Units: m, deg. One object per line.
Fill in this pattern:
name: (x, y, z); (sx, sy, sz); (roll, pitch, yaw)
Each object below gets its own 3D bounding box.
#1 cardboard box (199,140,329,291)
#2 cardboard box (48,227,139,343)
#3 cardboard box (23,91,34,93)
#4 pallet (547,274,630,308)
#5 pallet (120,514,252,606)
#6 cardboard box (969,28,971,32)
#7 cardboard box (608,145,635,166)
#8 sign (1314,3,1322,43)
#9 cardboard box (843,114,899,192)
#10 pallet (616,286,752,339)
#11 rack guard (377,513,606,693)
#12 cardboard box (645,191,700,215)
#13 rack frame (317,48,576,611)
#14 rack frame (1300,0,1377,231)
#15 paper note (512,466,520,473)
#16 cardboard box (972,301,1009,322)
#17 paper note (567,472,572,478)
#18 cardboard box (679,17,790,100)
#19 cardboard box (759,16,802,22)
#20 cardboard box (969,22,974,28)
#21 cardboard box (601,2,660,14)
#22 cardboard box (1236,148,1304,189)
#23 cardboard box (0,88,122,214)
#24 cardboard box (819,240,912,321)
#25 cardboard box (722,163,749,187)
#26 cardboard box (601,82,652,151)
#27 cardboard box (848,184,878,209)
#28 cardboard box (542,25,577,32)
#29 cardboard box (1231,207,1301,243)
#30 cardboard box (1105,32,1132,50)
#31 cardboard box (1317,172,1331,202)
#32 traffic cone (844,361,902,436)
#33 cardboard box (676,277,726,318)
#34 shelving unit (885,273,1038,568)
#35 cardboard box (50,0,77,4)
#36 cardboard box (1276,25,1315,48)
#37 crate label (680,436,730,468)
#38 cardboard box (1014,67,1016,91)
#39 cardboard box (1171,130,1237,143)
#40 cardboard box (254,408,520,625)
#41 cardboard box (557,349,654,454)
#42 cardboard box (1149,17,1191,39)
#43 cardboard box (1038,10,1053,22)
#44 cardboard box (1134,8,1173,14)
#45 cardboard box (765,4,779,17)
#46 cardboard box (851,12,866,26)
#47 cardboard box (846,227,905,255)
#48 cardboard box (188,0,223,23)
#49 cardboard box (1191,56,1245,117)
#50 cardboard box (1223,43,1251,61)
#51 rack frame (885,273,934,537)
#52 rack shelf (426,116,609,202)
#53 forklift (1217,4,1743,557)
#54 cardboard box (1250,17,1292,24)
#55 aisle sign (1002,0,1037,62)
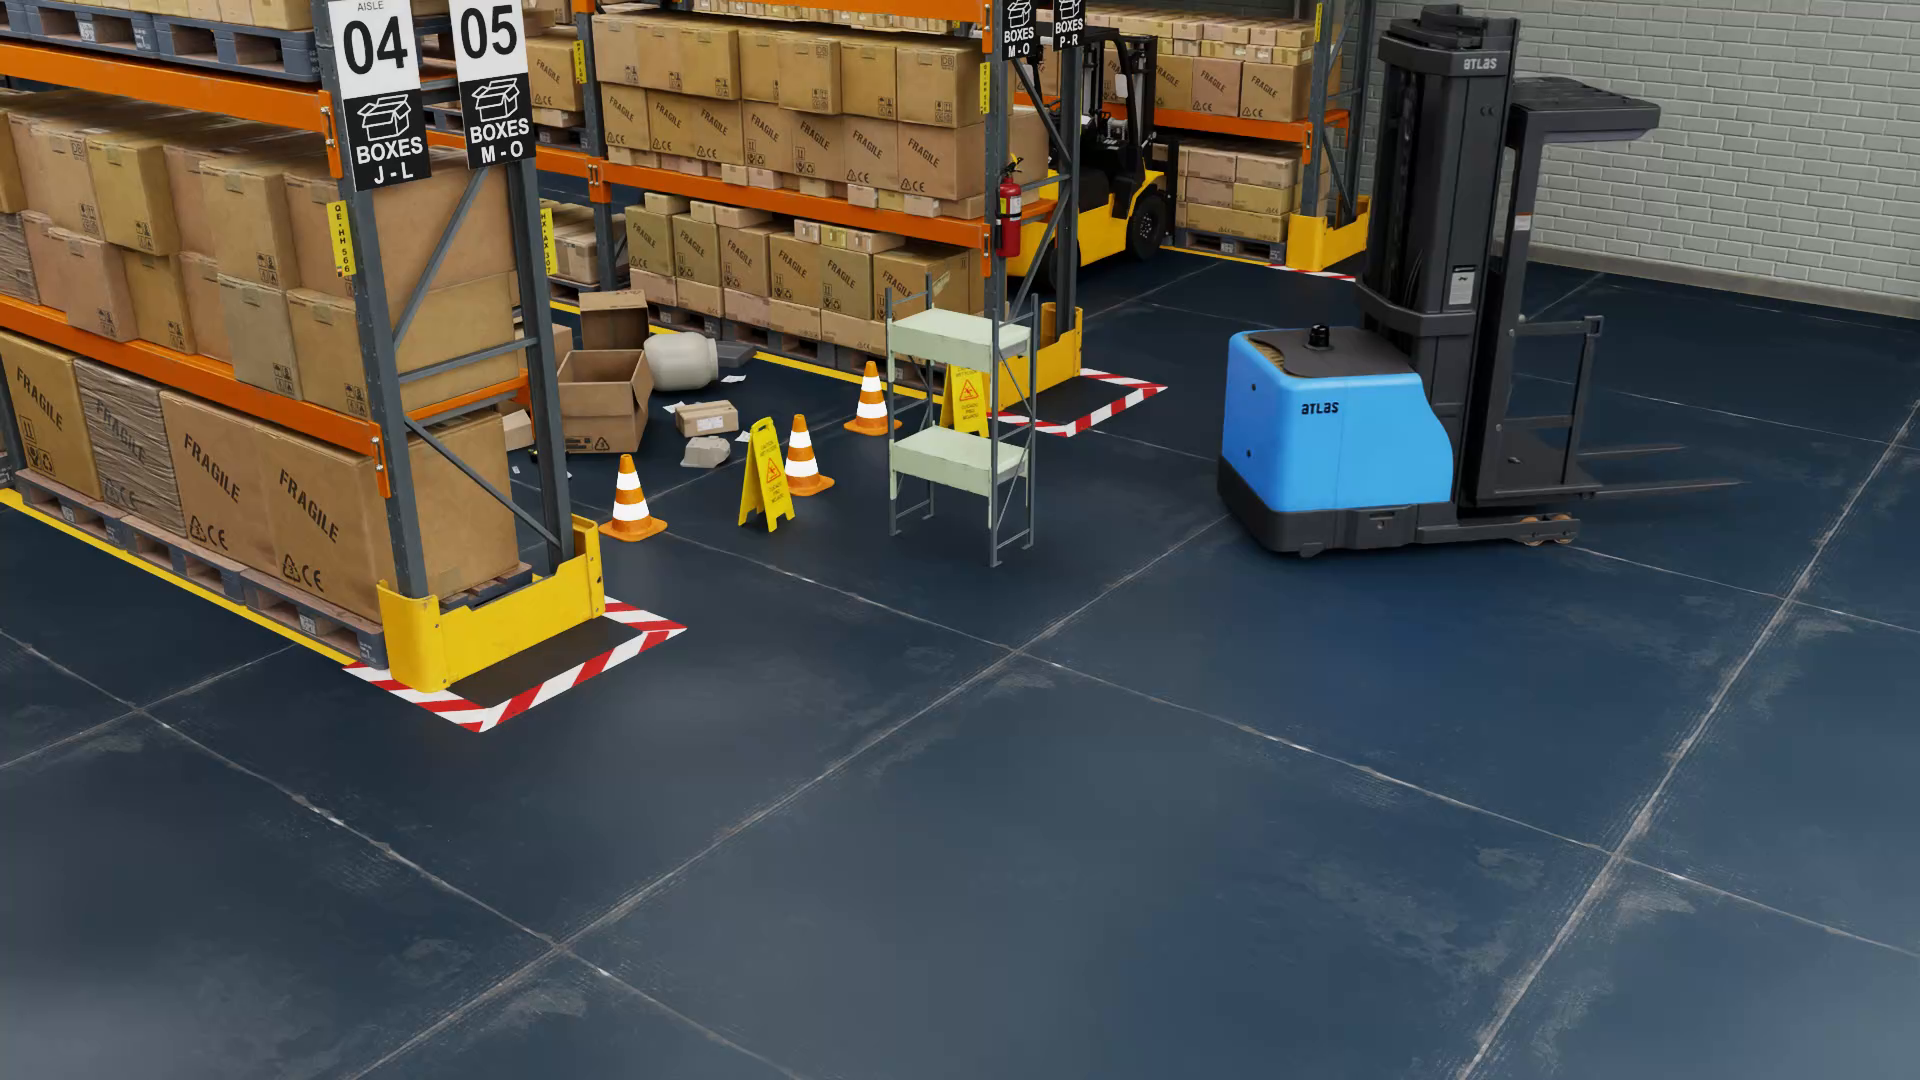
cardboard box: (-3.144, -1.623, 8.188); (0.550, 0.550, 0.875); (17, 29, 33)
cardboard box: (-4.458, -1.511, 9.273); (0.550, 0.550, 0.875); (17, 29, 33)
cardboard box: (-11.702, -5.238, 20.574); (0.875, 0.438, 0.875); (16, 28, 32)
pallet: (-3.311, -2.355, 14.833); (1.213, 0.211, 1.003); (17, 29, 33)
pallet: (-4.033, -0.042, 9.583); (1.213, 0.211, 1.003); (17, 29, 33)
cardboard box: (0.034, -5.411, 17.877); (0.500, 0.250, 0.500); (16, 29, 32)
cardboard box: (-2.628, -3.149, 13.488); (0.250, 0.149, 0.380); (17, 29, 33)
sign: (3.151, -4.545, 14.616); (0.005, 0.325, 0.100); (17, 29, 33)
cardboard box: (-0.484, -2.823, 11.944); (0.500, 0.500, 0.500); (17, 29, 33)
pallet: (-2.129, -2.016, 14.065); (1.213, 0.211, 1.003); (17, 29, 33)
rack guard: (-2.355, 0.295, 8.460); (0.348, 0.500, 1.175); (17, 29, 33)
cardboard box: (-2.313, -2.738, 13.399); (0.250, 0.149, 0.380); (17, 29, 34)
rack frame: (-2.375, -0.855, 7.970); (0.127, 3.000, 1.000); (17, 29, 33)
rack frame: (3.487, -4.079, 15.286); (0.127, 3.000, 1.000); (17, 29, 33)
paper note: (-2.876, -0.454, 10.769); (0.032, 0.001, 0.123); (-10, 26, -21)
cardboard box: (0.034, -1.694, 12.765); (0.500, 0.250, 0.500); (17, 29, 33)
paper note: (-2.578, -0.412, 10.649); (0.144, 0.017, 0.142); (-15, 28, -30)
cardboard box: (-1.684, -3.646, 12.571); (0.500, 0.500, 0.700); (16, 28, 32)
cardboard box: (-1.898, -5.733, 18.608); (0.500, 0.250, 0.500); (16, 28, 32)
cardboard box: (0.134, -5.543, 17.681); (0.250, 0.149, 0.380); (16, 28, 32)
cardboard box: (-3.953, -6.287, 19.965); (0.500, 0.250, 0.500); (15, 28, 31)
cardboard box: (2.932, -3.481, 15.579); (0.500, 0.250, 0.500); (18, 29, 35)
cardboard box: (-5.301, -2.284, 9.689); (0.550, 0.550, 0.875); (17, 29, 33)
cardboard box: (-0.704, -1.988, 12.501); (0.500, 0.500, 0.500); (18, 30, 35)
cardboard box: (-1.610, -2.836, 12.779); (0.250, 0.149, 0.380); (17, 29, 34)
cardboard box: (-2.503, -3.429, 13.319); (0.500, 0.500, 0.500); (17, 29, 33)
cardboard box: (-0.600, -2.529, 12.082); (0.250, 0.149, 0.380); (17, 29, 34)
cardboard box: (-3.679, -4.268, 14.703); (0.500, 0.500, 0.500); (17, 29, 33)
cardboard box: (2.922, -3.024, 15.783); (0.500, 0.250, 0.500); (17, 29, 34)
cardboard box: (1.609, -4.846, 16.100); (0.250, 0.149, 0.380); (16, 28, 32)
cardboard box: (3.236, -3.422, 16.066); (0.500, 0.250, 0.500); (17, 29, 34)
traffic cone: (-0.605, -1.003, 11.453); (0.334, 0.463, 0.336); (17, 29, 33)
cardboard box: (-1.943, -2.022, 13.508); (0.500, 0.250, 0.500); (19, 30, 36)
shelving unit: (0.005, -0.685, 9.444); (0.755, 1.500, 0.431); (17, 29, 33)
cardboard box: (-4.271, -2.752, 8.222); (0.250, 0.149, 0.380); (17, 29, 34)
cardboard box: (3.074, -4.576, 15.118); (0.250, 0.149, 0.380); (17, 29, 33)
crate label: (-1.664, -0.584, 10.905); (0.298, 0.136, 0.250); (3, 24, 6)
cardboard box: (0.485, -4.900, 17.027); (0.500, 0.500, 0.500); (16, 28, 32)
cardboard box: (2.420, -3.891, 16.511); (0.500, 0.250, 0.500); (17, 29, 33)
cardboard box: (-2.957, -0.217, 8.637); (0.875, 0.875, 0.875); (17, 29, 34)
cardboard box: (-2.411, -0.942, 11.263); (0.637, 0.503, 0.797); (-1, 24, -3)
cardboard box: (1.993, -4.852, 15.745); (0.250, 0.149, 0.380); (17, 29, 34)
cardboard box: (0.981, -5.163, 16.451); (0.250, 0.149, 0.380); (18, 29, 34)
cardboard box: (1.912, -5.153, 16.429); (0.250, 0.149, 0.380); (18, 29, 35)
cardboard box: (-1.965, -5.955, 18.618); (0.250, 0.149, 0.380); (17, 29, 34)
cardboard box: (-0.964, -5.636, 17.894); (0.250, 0.149, 0.380); (16, 28, 32)
cardboard box: (-0.618, -2.227, 12.238); (0.250, 0.149, 0.380); (18, 29, 35)
cardboard box: (-3.251, -2.444, 7.524); (0.250, 0.149, 0.380); (17, 29, 34)
cardboard box: (2.526, -4.287, 15.636); (0.500, 0.500, 0.500); (18, 29, 35)
cardboard box: (2.648, -4.549, 15.426); (0.250, 0.149, 0.380); (17, 29, 34)
rack frame: (-0.288, -0.773, 9.645); (0.023, 1.500, 0.400); (17, 29, 33)
rack shelf: (-4.288, -3.598, 15.088); (4.000, 0.370, 1.077); (17, 29, 33)
forklift: (3.152, -1.511, 9.545); (3.031, 2.935, 1.130); (-4, 24, -9)
cardboard box: (2.938, -4.841, 15.719); (0.250, 0.149, 0.380); (17, 29, 34)
aisle sign: (0.389, -3.557, 10.879); (0.004, 0.787, 0.394); (17, 29, 33)
